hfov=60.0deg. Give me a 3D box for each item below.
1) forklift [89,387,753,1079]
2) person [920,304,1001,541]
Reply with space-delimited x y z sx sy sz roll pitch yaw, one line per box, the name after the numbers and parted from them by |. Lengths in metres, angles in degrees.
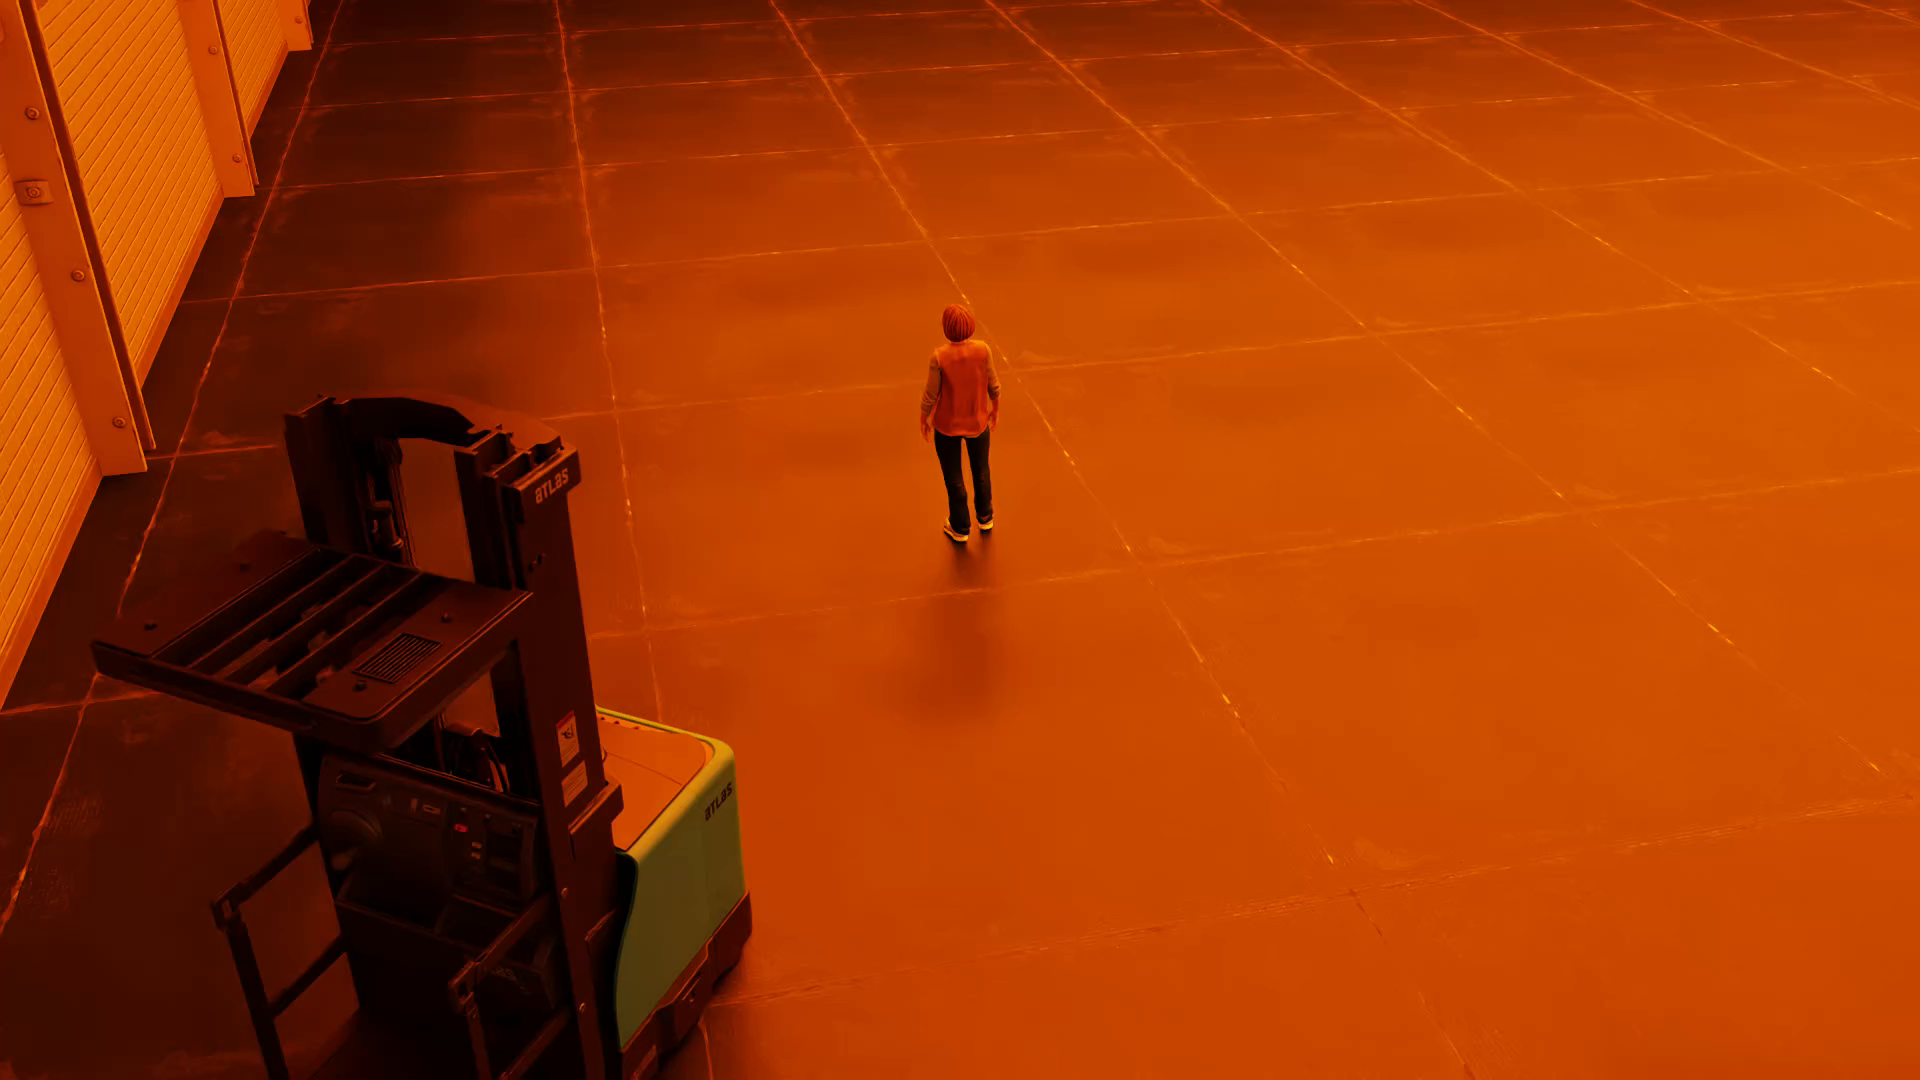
-1.965 1.088 5.696 1.130 2.935 3.031 12 32 20 | forklift
-0.004 -0.735 10.162 0.521 1.599 0.473 -7 31 -12 | person
